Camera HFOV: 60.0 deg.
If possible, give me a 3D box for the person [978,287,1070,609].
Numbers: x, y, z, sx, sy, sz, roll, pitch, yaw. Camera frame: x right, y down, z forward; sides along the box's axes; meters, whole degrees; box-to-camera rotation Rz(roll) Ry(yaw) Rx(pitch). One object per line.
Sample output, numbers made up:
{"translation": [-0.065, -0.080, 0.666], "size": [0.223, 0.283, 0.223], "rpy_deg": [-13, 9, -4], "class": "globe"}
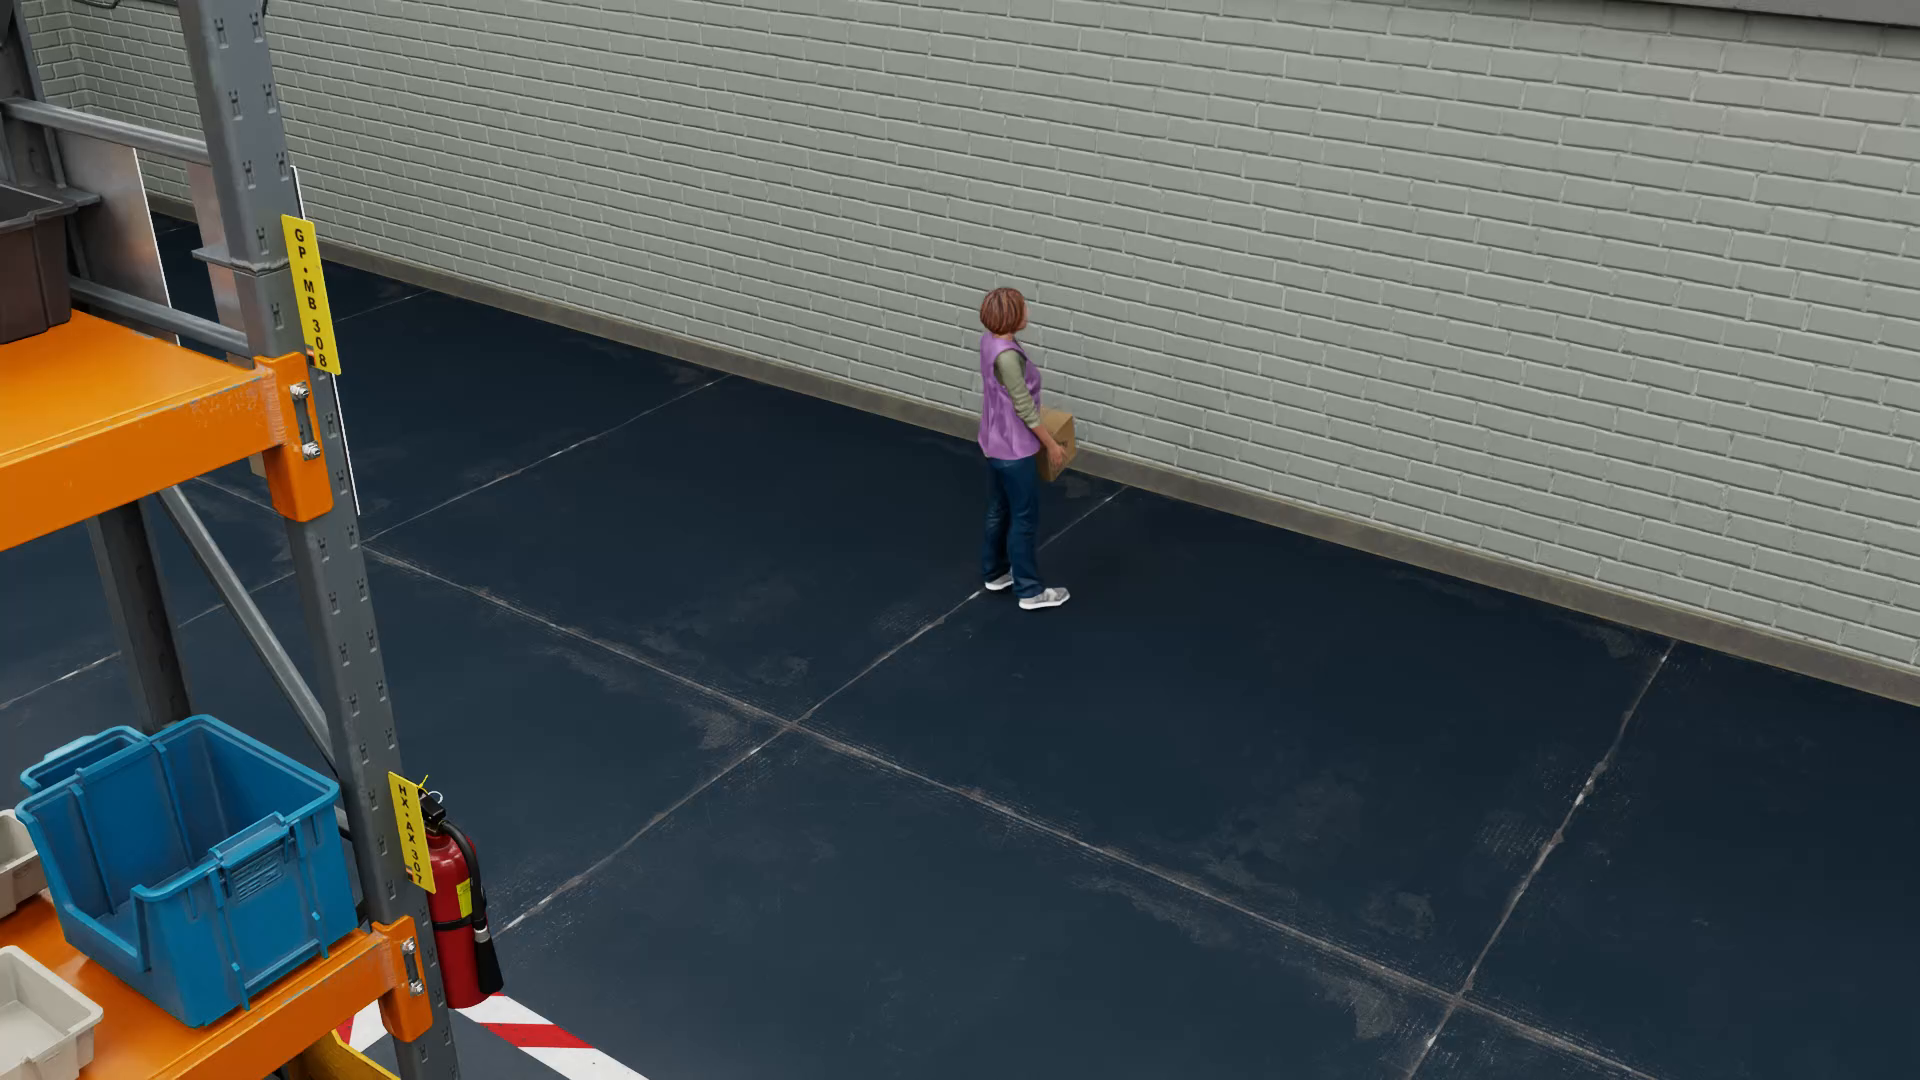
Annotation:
{"translation": [0.307, -0.448, 7.967], "size": [0.437, 1.604, 0.433], "rpy_deg": [-5, 28, -10], "class": "person"}
